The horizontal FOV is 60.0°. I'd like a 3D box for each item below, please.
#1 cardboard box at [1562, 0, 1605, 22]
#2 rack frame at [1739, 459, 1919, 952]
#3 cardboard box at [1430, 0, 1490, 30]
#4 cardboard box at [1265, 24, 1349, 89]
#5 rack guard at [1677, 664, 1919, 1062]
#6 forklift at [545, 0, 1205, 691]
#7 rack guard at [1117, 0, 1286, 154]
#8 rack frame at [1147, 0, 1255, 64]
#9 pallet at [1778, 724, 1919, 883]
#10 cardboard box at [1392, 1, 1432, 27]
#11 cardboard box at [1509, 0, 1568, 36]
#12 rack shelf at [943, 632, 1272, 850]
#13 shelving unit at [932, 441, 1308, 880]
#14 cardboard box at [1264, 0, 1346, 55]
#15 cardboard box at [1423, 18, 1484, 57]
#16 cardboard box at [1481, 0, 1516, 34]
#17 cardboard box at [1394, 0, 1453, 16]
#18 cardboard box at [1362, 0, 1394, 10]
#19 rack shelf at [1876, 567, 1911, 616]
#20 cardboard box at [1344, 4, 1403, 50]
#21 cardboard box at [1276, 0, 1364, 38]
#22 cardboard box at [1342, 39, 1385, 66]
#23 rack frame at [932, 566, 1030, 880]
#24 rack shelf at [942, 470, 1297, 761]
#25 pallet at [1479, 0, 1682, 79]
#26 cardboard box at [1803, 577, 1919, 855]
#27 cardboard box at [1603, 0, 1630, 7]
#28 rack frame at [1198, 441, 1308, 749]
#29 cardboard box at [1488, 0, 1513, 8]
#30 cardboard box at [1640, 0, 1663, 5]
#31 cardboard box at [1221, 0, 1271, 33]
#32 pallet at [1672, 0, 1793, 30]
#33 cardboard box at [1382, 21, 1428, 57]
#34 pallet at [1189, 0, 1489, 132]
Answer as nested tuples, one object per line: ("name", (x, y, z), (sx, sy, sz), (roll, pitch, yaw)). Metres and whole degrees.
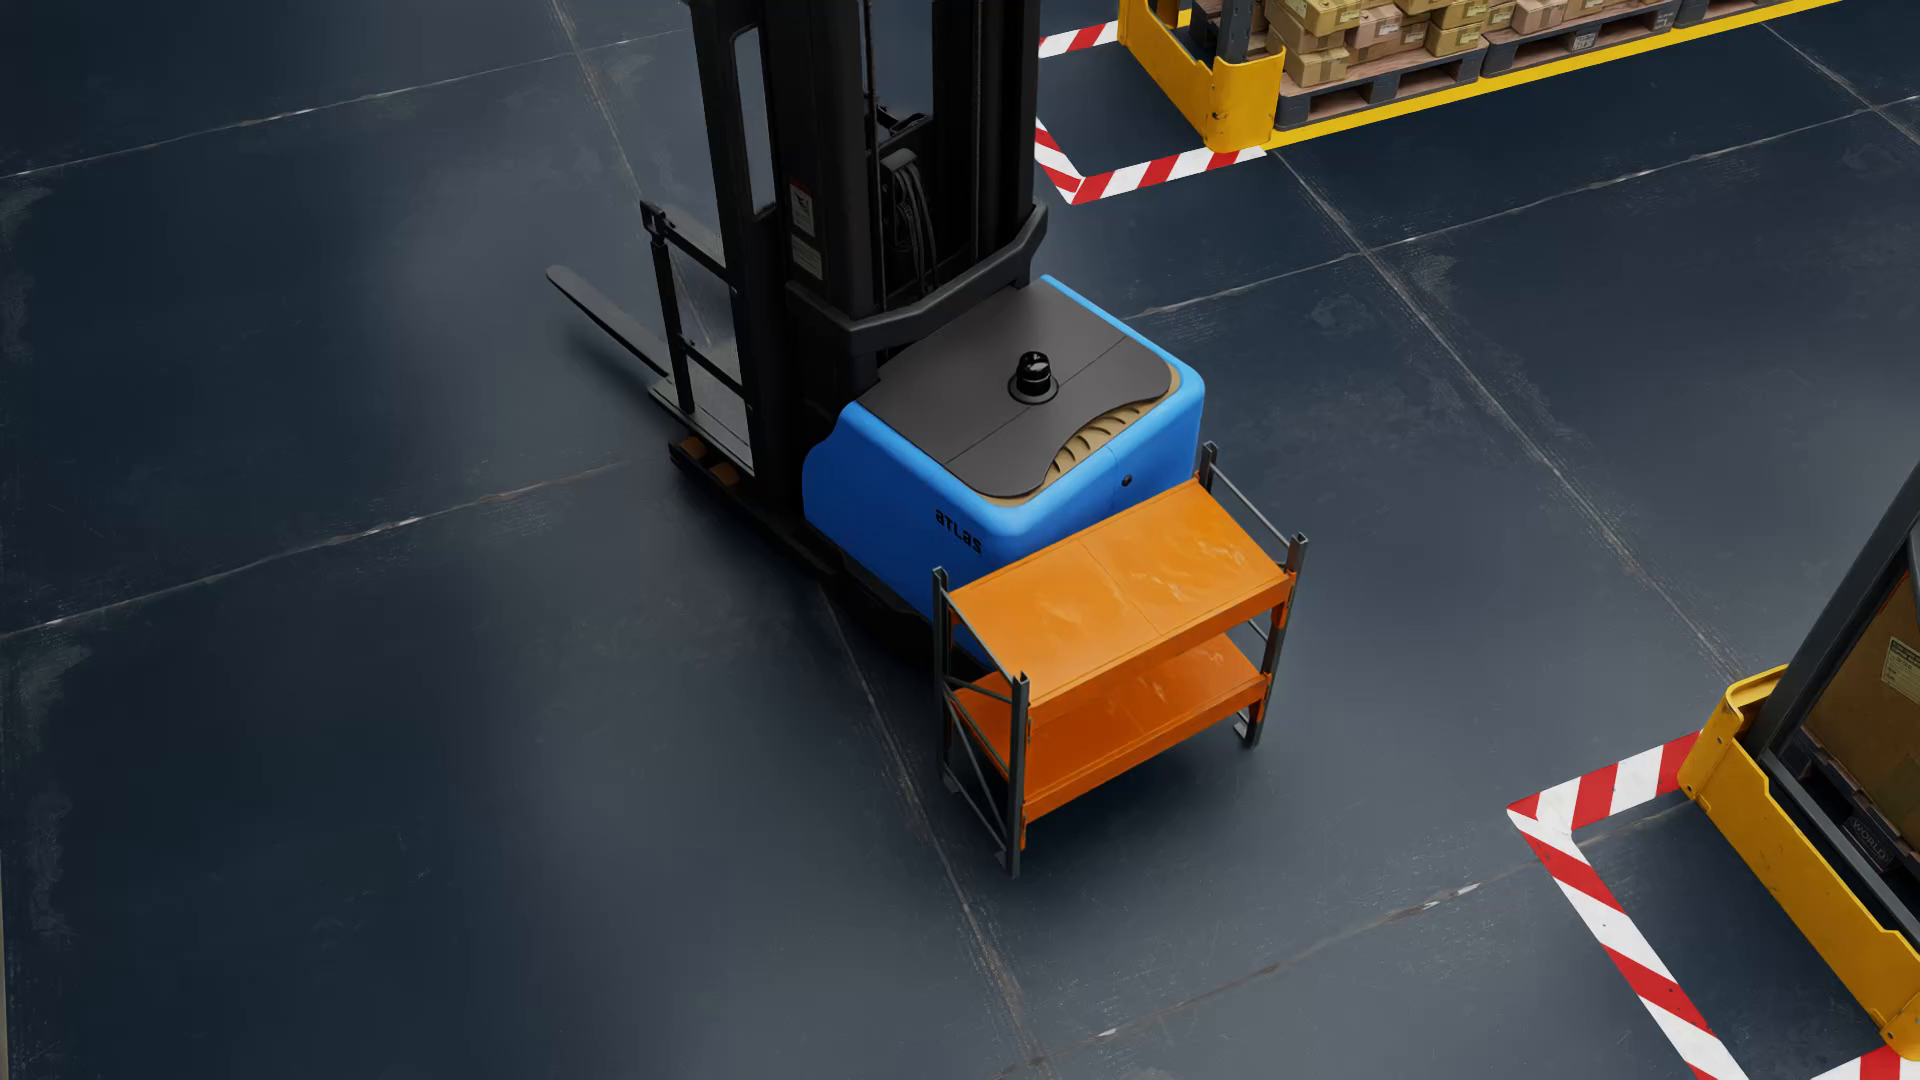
("cardboard box", (3.161, -2.899, 8.705), (0.250, 0.149, 0.380), (-17, 52, -14))
("rack frame", (2.910, 0.200, 4.441), (0.127, 3.000, 1.000), (-17, 52, -14))
("cardboard box", (2.457, -2.756, 8.386), (0.250, 0.149, 0.380), (-16, 51, -13))
("cardboard box", (1.734, -2.446, 8.316), (0.250, 0.149, 0.380), (-16, 51, -14))
("rack guard", (2.888, 1.022, 5.384), (0.348, 0.500, 1.175), (-17, 52, -14))
("forklift", (-0.534, -1.352, 5.820), (1.130, 2.935, 3.031), (-36, 58, -27))
("rack guard", (1.199, -2.520, 8.425), (0.348, 0.500, 1.175), (-17, 52, -14))
("rack frame", (1.128, -3.312, 7.458), (0.127, 3.000, 1.000), (-17, 52, -14))
("pallet", (3.621, 0.825, 5.744), (1.213, 0.211, 1.003), (-17, 52, -14))
("cardboard box", (2.179, -2.758, 8.389), (0.250, 0.149, 0.380), (-17, 51, -14))
("cardboard box", (2.915, -2.801, 8.621), (0.250, 0.149, 0.380), (-20, 52, -16))
("rack shelf", (0.493, 0.571, 5.681), (1.000, 0.278, 0.538), (-25, 54, -20))
("shelving unit", (0.493, 0.412, 5.495), (1.048, 1.125, 0.538), (-25, 54, -20))
("cardboard box", (1.711, -2.587, 8.242), (0.250, 0.149, 0.380), (-15, 51, -13))
("cardboard box", (2.451, -2.651, 8.492), (0.250, 0.149, 0.380), (-17, 51, -14))
("cardboard box", (2.651, -2.791, 8.612), (0.250, 0.149, 0.380), (-17, 51, -14))
("cardboard box", (2.233, -2.771, 8.204), (0.250, 0.149, 0.380), (-17, 52, -14))
("cardboard box", (1.952, -2.789, 8.219), (0.250, 0.149, 0.380), (-16, 51, -14))
("rack shelf", (4.762, -0.139, 5.207), (4.000, 0.370, 1.077), (-17, 52, -14))
("cardboard box", (1.985, -2.626, 8.275), (0.250, 0.149, 0.380), (-17, 52, -14))
("cardboard box", (1.742, -2.626, 8.079), (0.250, 0.149, 0.380), (-19, 52, -16))
("cardboard box", (1.946, -2.578, 8.430), (0.250, 0.149, 0.380), (-17, 52, -14))
("rack frame", (0.058, 0.612, 5.324), (0.032, 1.125, 0.500), (-25, 54, -20))
("rack shelf", (0.493, 0.221, 5.273), (1.000, 0.278, 0.538), (-25, 54, -20))
("pallet", (3.092, -2.981, 9.011), (1.213, 0.211, 1.003), (-17, 52, -14))
("cardboard box", (3.472, 0.516, 5.294), (0.875, 0.875, 0.875), (-17, 52, -14))
("cardboard box", (3.372, -2.991, 8.785), (0.250, 0.149, 0.380), (-16, 51, -14))
("rack frame", (0.928, 0.212, 5.667), (0.032, 1.125, 0.500), (-25, 54, -20))
("cardboard box", (2.667, -2.899, 8.509), (0.250, 0.149, 0.380), (-19, 52, -16))
("cardboard box", (3.639, -3.019, 8.808), (0.250, 0.149, 0.380), (-17, 52, -14))
("cardboard box", (1.537, -2.818, 8.636), (0.250, 0.149, 0.380), (-16, 51, -14))
("pallet", (4.223, -3.334, 9.314), (1.213, 0.211, 1.003), (-17, 52, -14))
("cardboard box", (2.173, -2.654, 8.495), (0.250, 0.149, 0.380), (-17, 51, -14))
("pallet", (1.964, -2.634, 8.713), (1.213, 0.211, 1.003), (-17, 52, -14))
